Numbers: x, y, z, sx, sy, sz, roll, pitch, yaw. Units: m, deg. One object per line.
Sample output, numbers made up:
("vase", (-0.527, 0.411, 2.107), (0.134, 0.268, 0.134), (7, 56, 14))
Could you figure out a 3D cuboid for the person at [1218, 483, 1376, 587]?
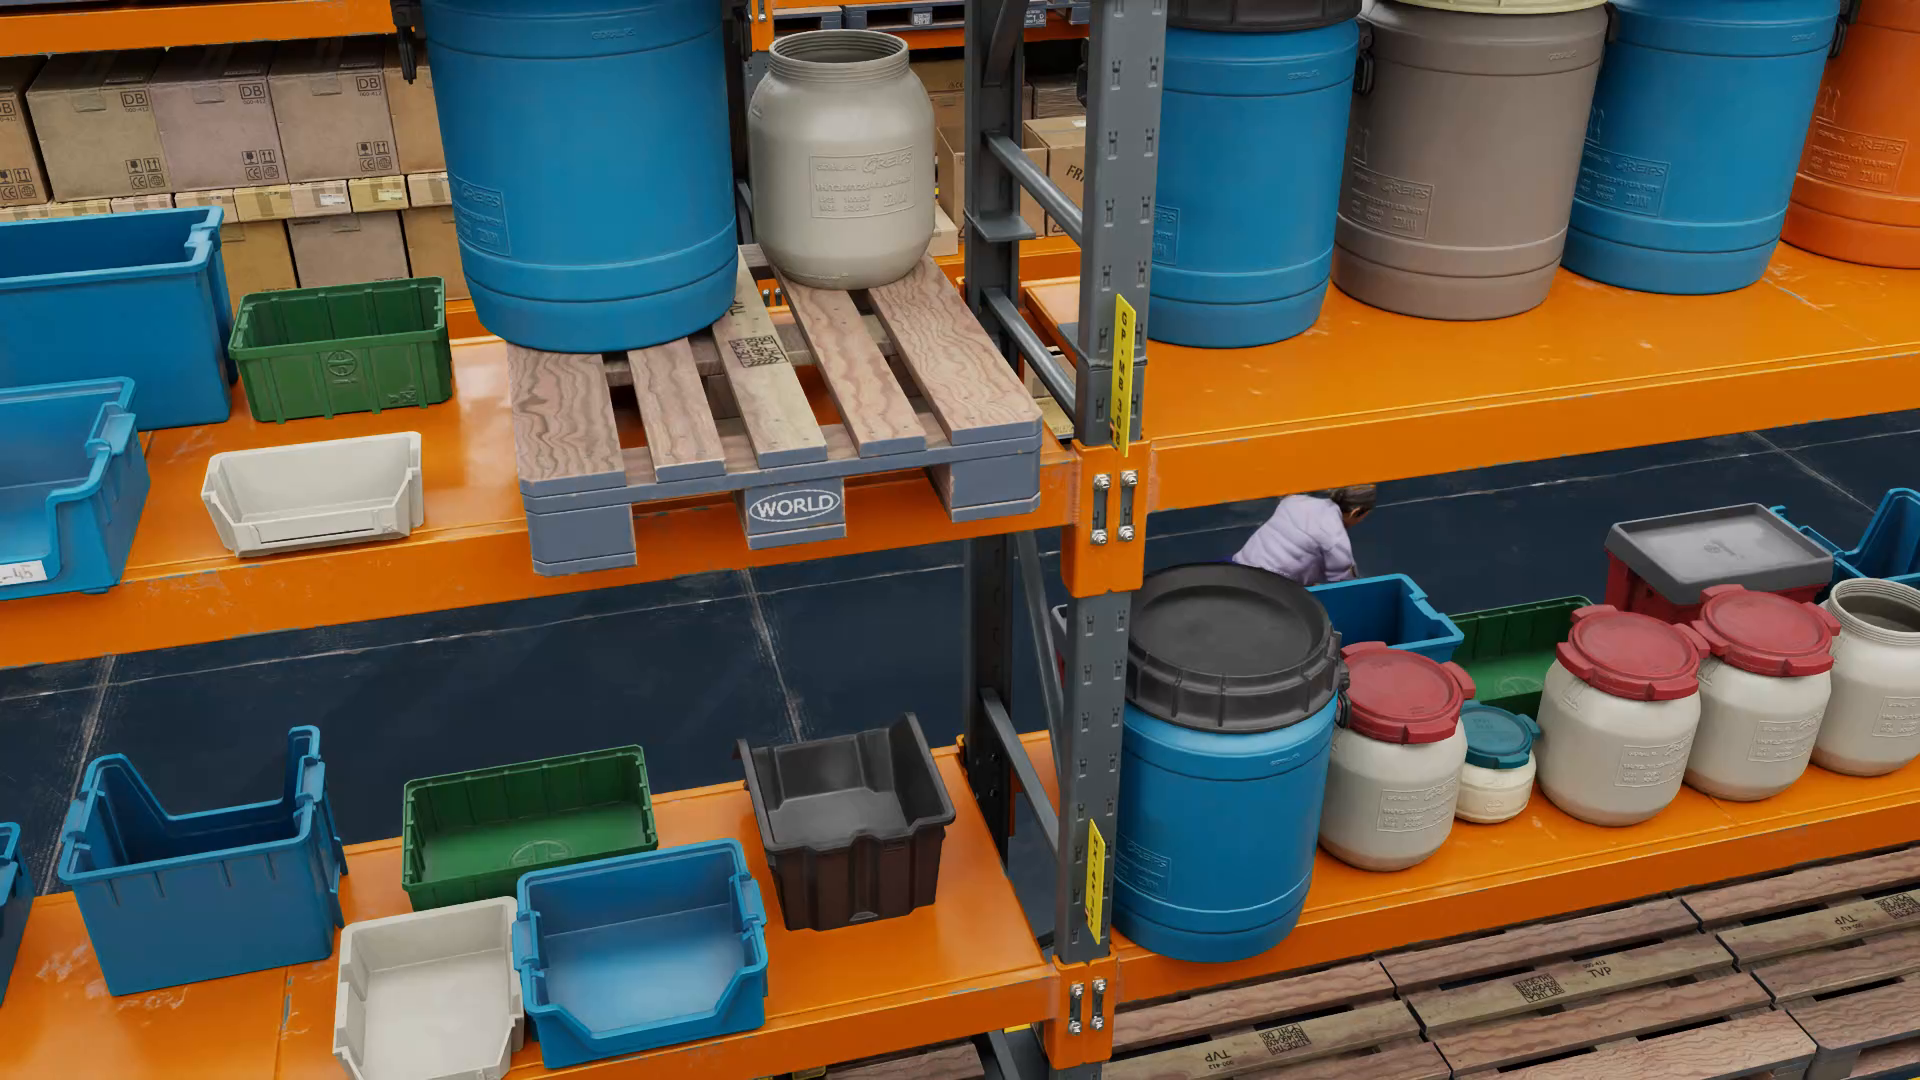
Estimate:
("person", (1.436, 0.240, 7.331), (0.783, 1.053, 0.531), (-8, 31, -13))
